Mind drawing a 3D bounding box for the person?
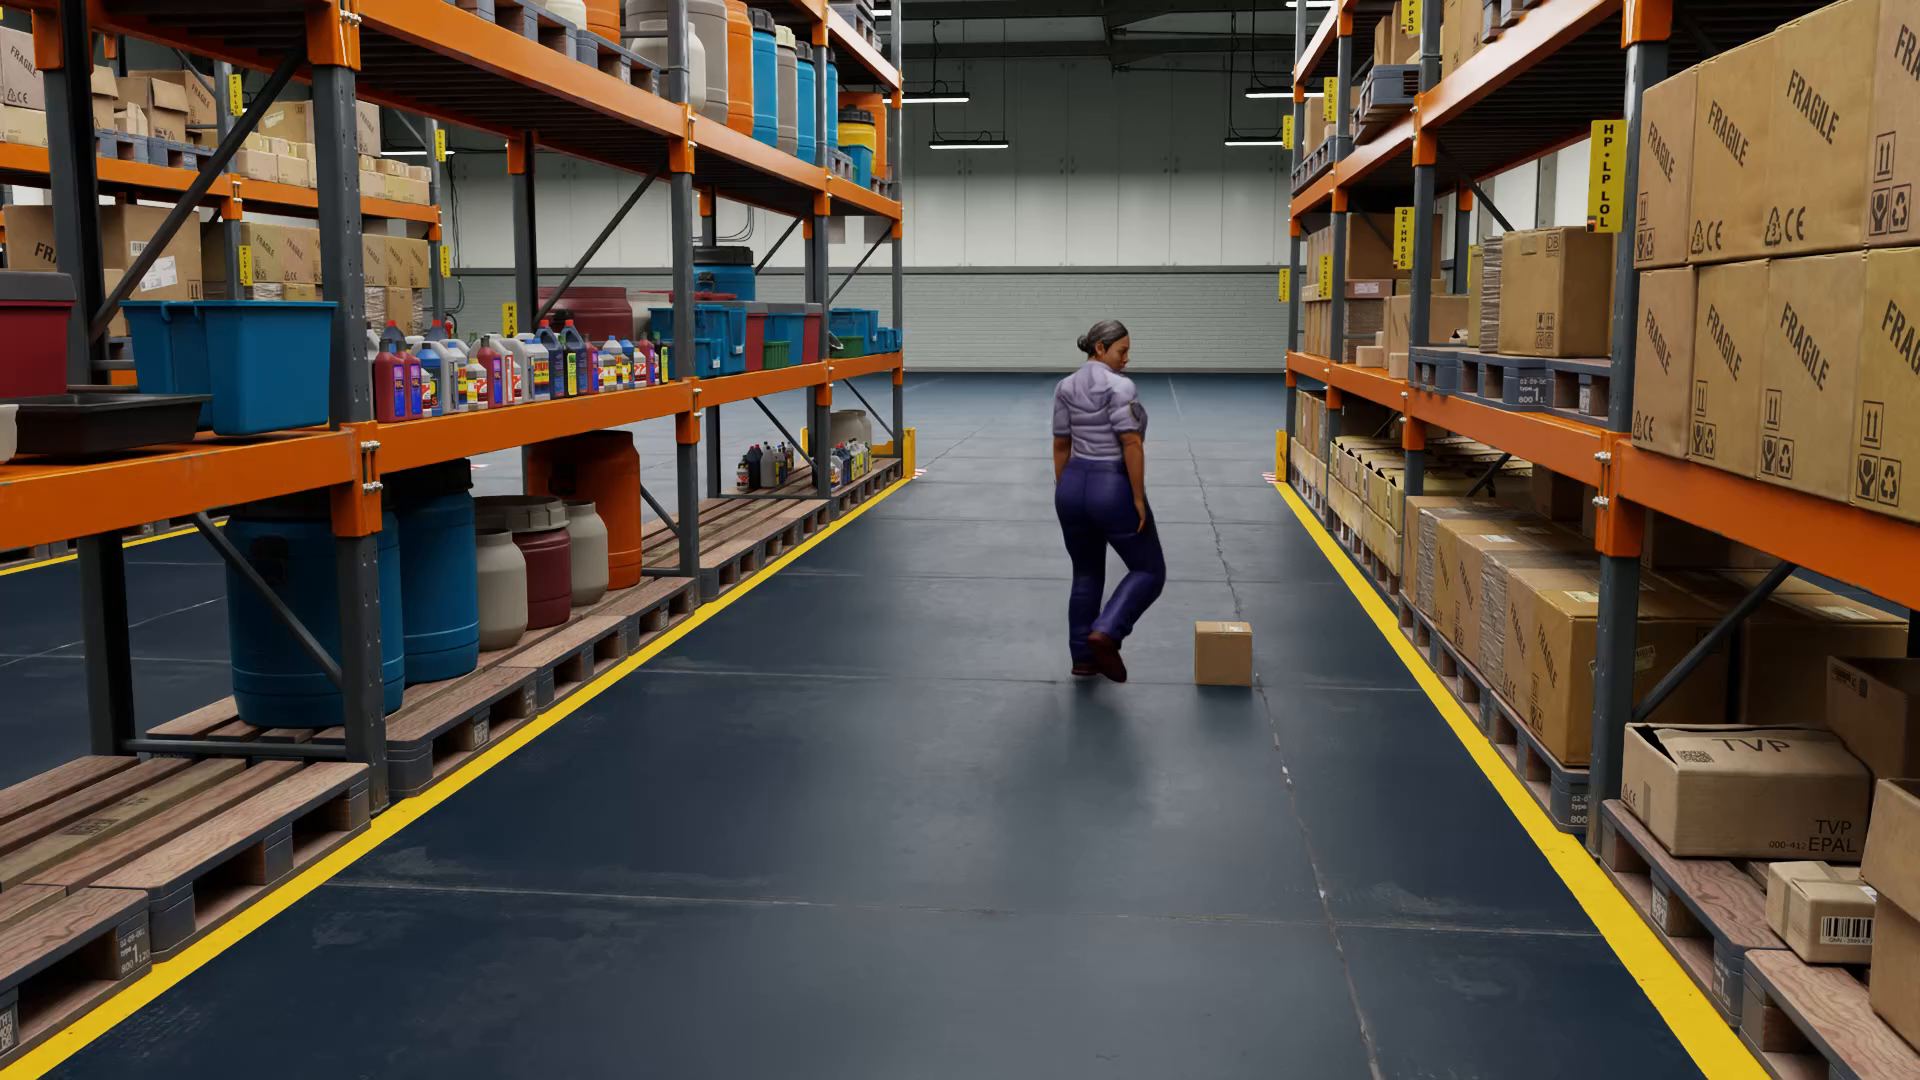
[{"bbox_3d":[0.619,-0.168,7.465,0.524,1.635,0.572,6,10,39],"label":"person"}]
